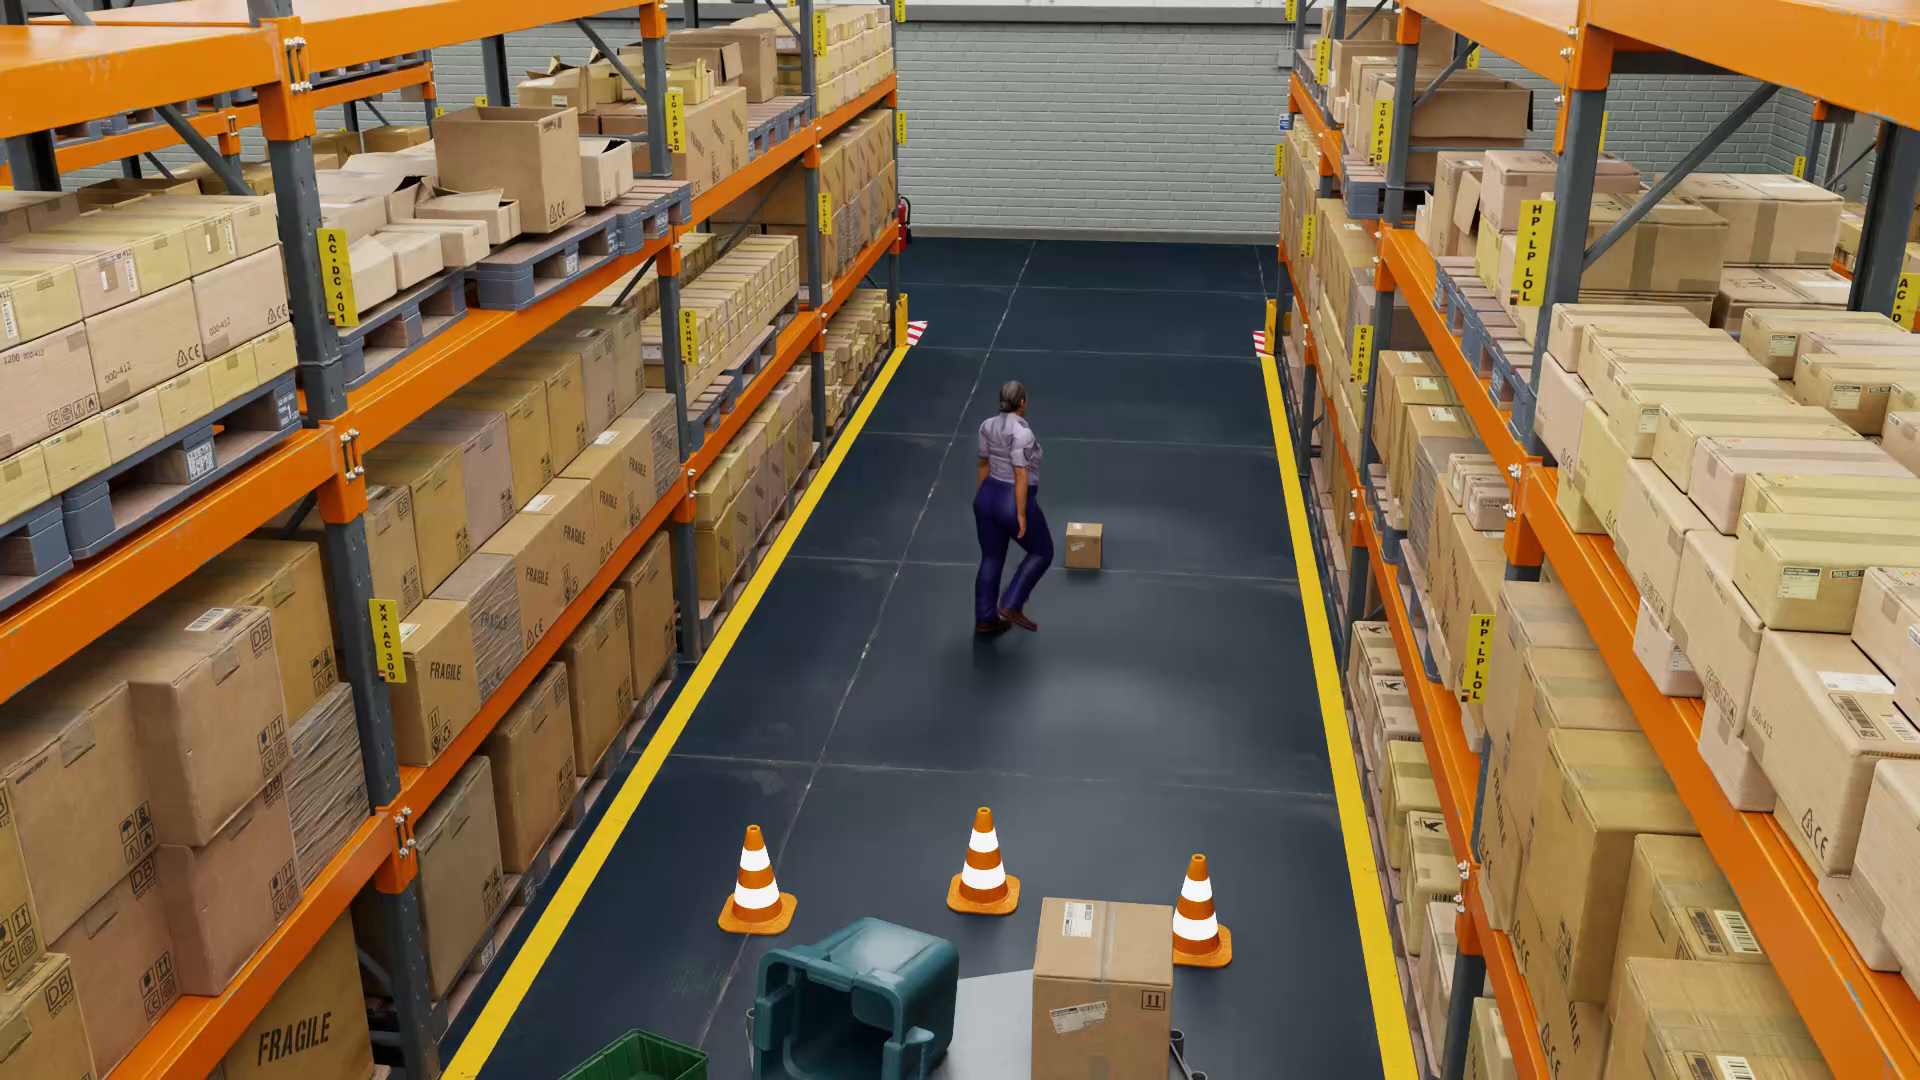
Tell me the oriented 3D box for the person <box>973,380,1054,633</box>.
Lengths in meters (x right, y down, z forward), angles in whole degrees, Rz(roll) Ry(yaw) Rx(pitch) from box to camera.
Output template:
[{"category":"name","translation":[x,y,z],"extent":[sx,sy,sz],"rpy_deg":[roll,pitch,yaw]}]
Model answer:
[{"category":"person","translation":[0.301,-0.197,10.594],"extent":[0.472,1.620,0.526],"rpy_deg":[-20,29,-41]}]
